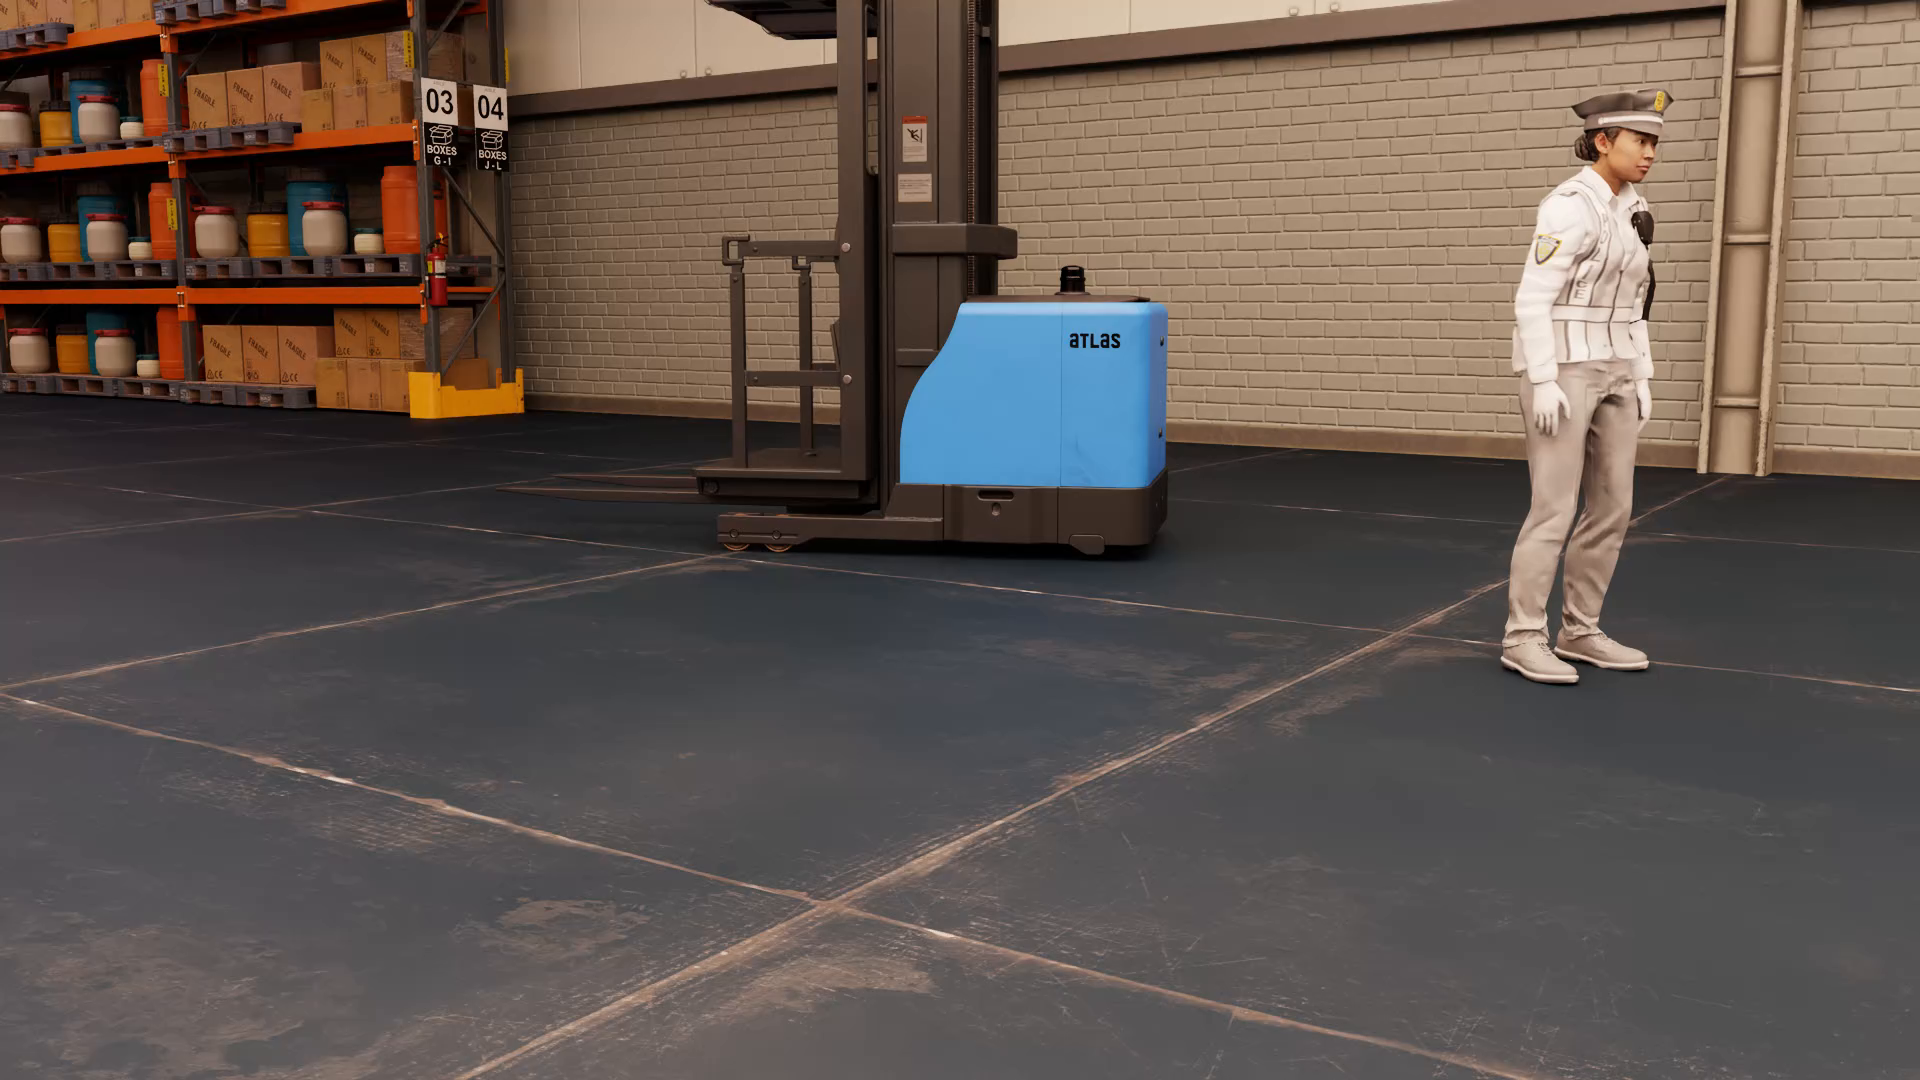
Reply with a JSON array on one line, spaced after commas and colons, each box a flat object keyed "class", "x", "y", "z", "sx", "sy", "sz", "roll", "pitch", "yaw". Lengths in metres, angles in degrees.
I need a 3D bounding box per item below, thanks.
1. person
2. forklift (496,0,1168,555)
[{"class": "person", "x": 1.824, "y": -0.445, "z": 4.834, "sx": 0.538, "sy": 1.663, "sz": 0.377, "roll": -5, "pitch": 10, "yaw": -33}, {"class": "forklift", "x": -0.596, "y": -1.469, "z": 7.520, "sx": 3.031, "sy": 2.935, "sz": 1.130, "roll": 2, "pitch": 8, "yaw": 12}]
